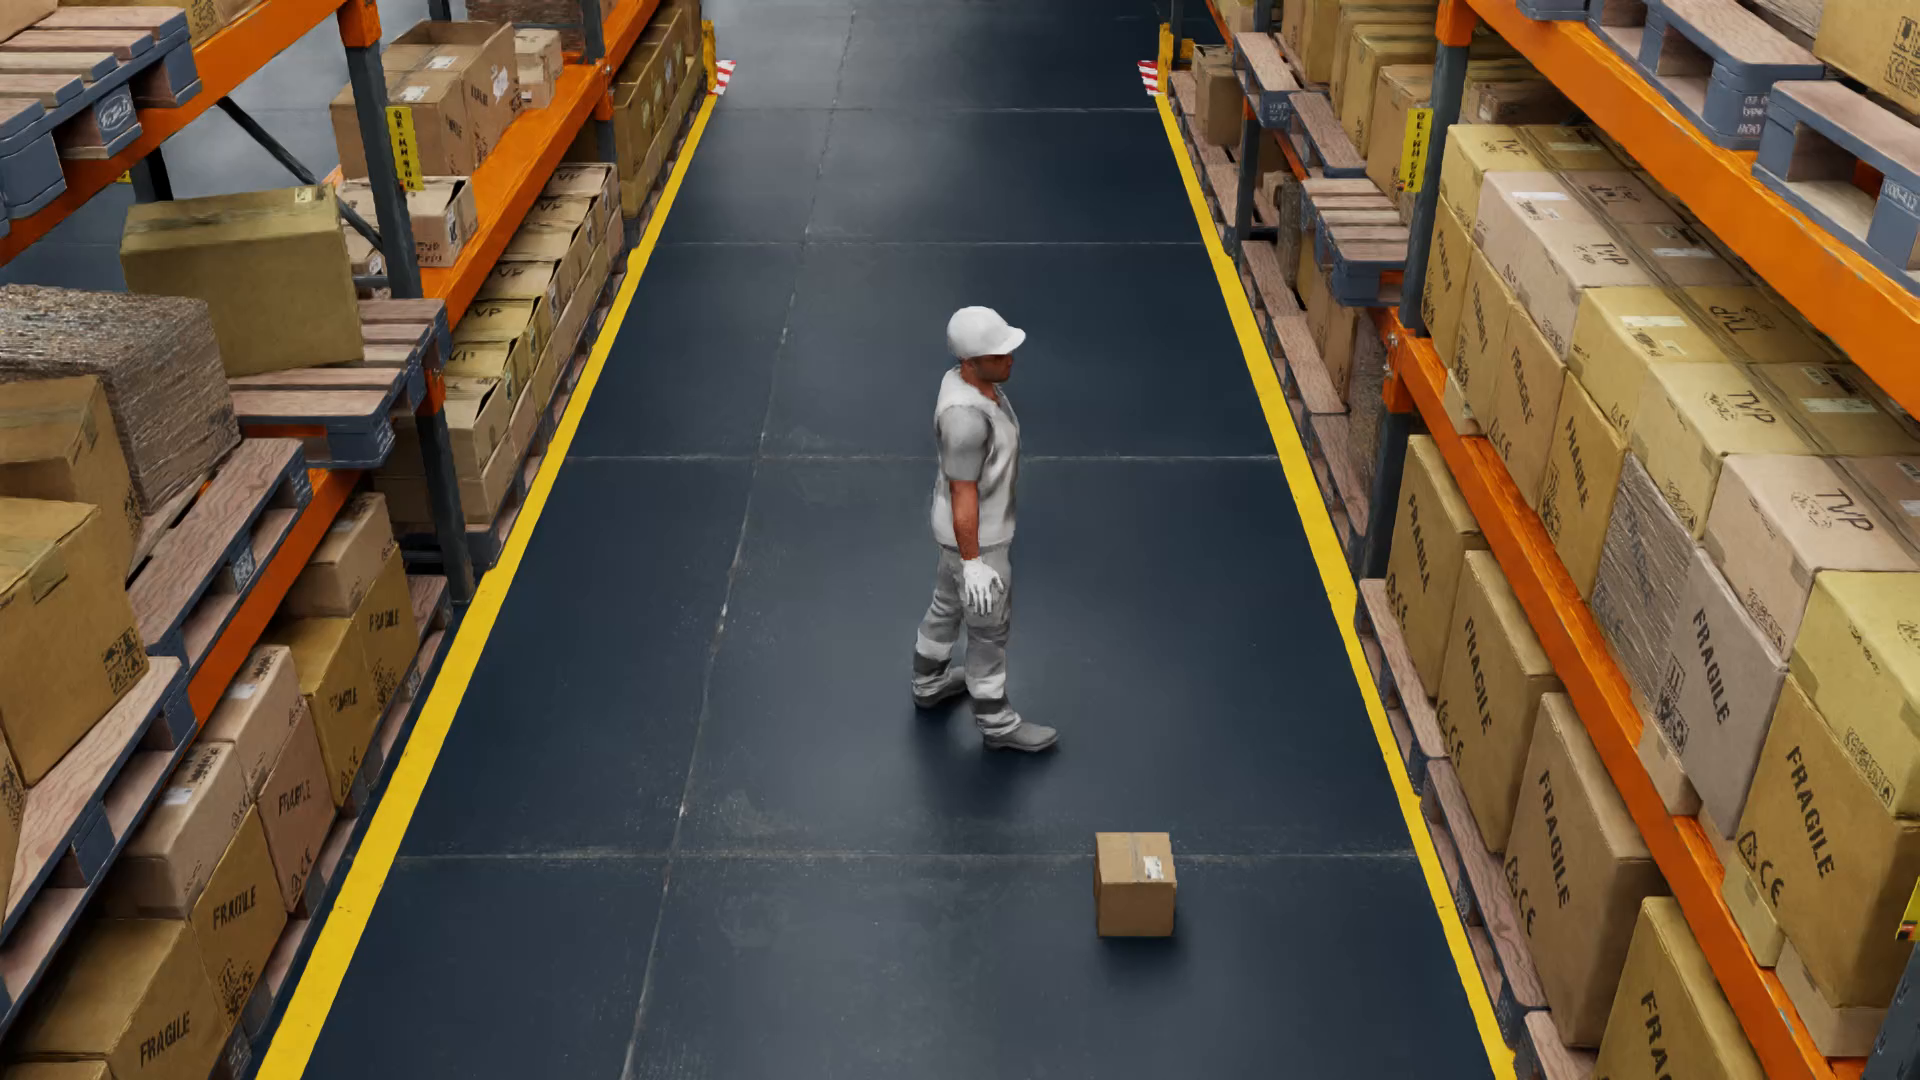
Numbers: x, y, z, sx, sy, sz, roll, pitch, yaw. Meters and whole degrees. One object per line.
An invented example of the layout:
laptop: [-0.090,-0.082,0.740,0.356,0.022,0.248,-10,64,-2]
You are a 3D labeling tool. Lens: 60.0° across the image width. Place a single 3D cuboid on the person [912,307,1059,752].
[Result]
person: [0.096,-0.019,6.117,0.583,1.792,0.721,1,31,1]
